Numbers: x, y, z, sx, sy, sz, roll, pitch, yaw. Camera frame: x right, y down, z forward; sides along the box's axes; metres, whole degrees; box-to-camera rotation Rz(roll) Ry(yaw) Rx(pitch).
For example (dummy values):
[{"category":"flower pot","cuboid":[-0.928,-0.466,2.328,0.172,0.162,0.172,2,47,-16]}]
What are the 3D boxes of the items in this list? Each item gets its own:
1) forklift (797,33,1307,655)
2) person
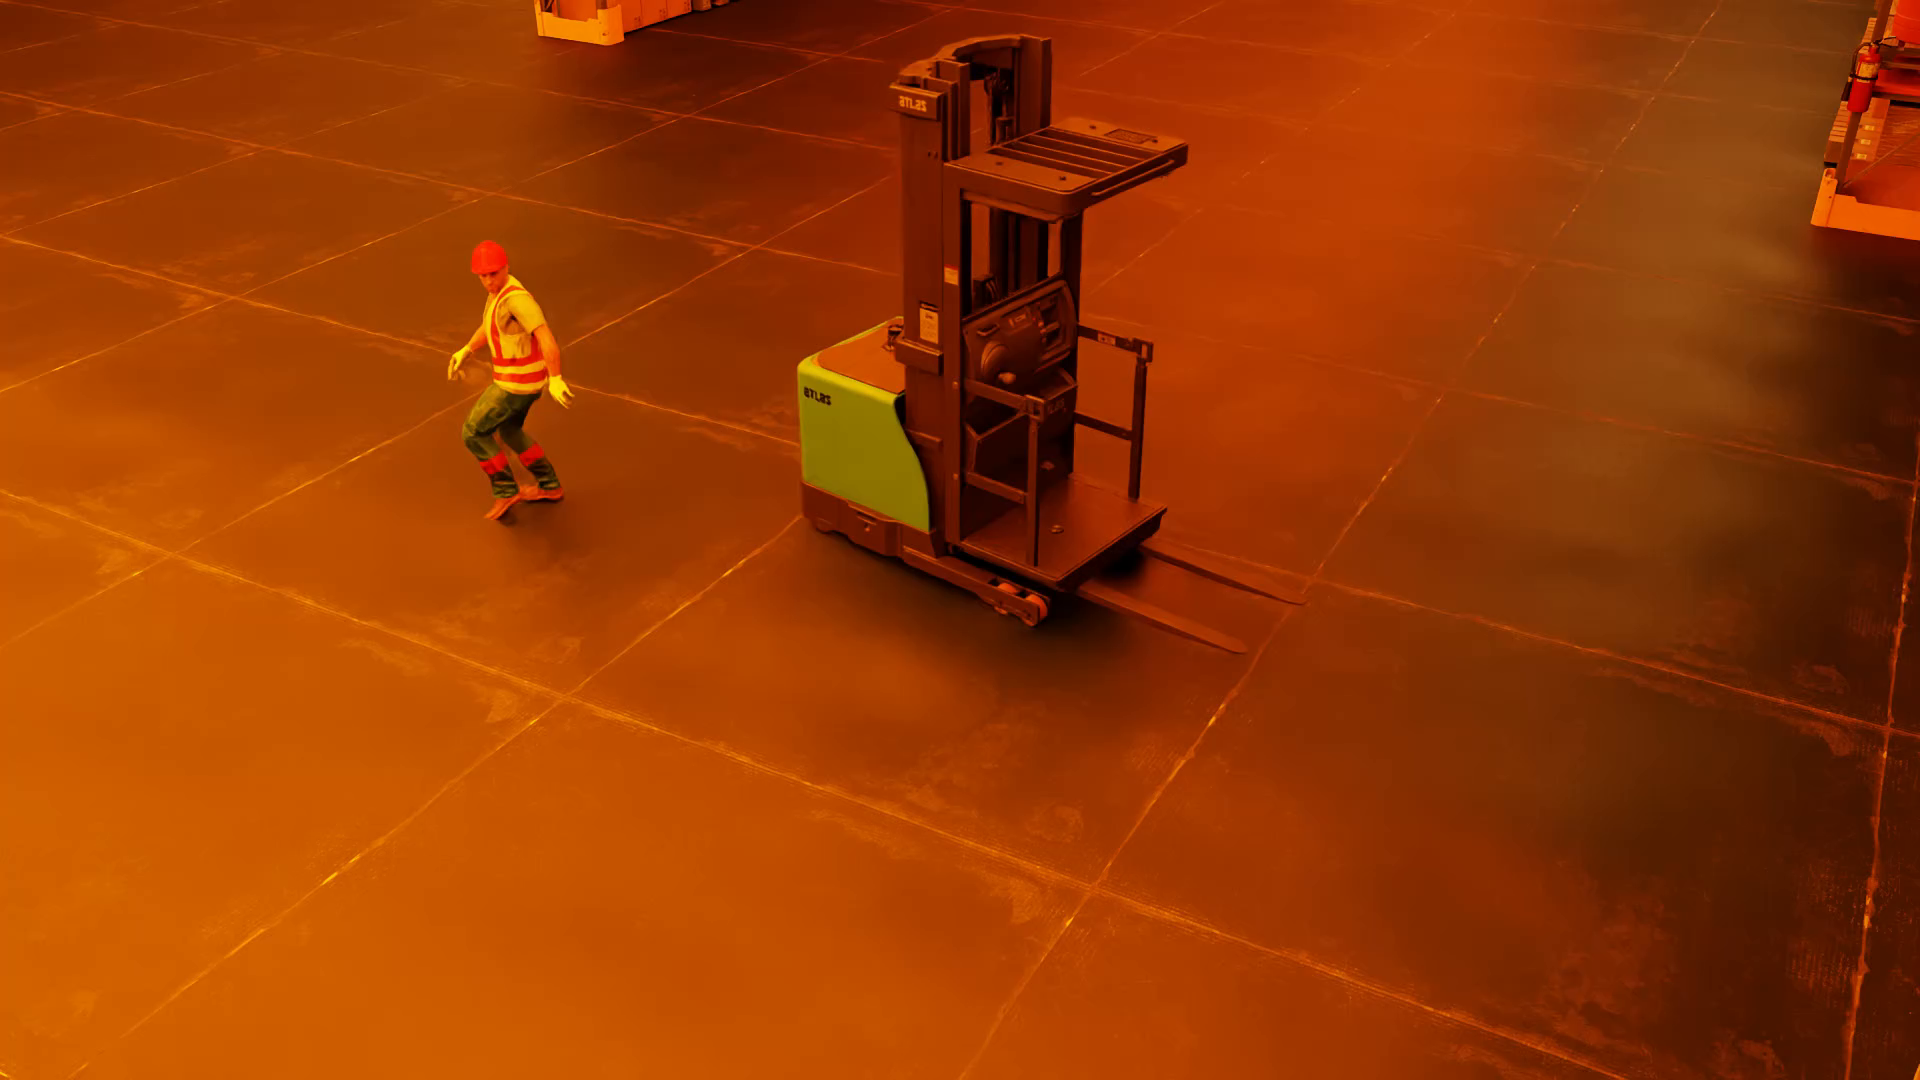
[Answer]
[{"category":"forklift","cuboid":[0.496,-1.097,8.972,3.031,2.935,1.130,22,37,33]},{"category":"person","cuboid":[-2.670,-0.943,9.965,0.787,1.756,0.673,-2,30,-4]}]
